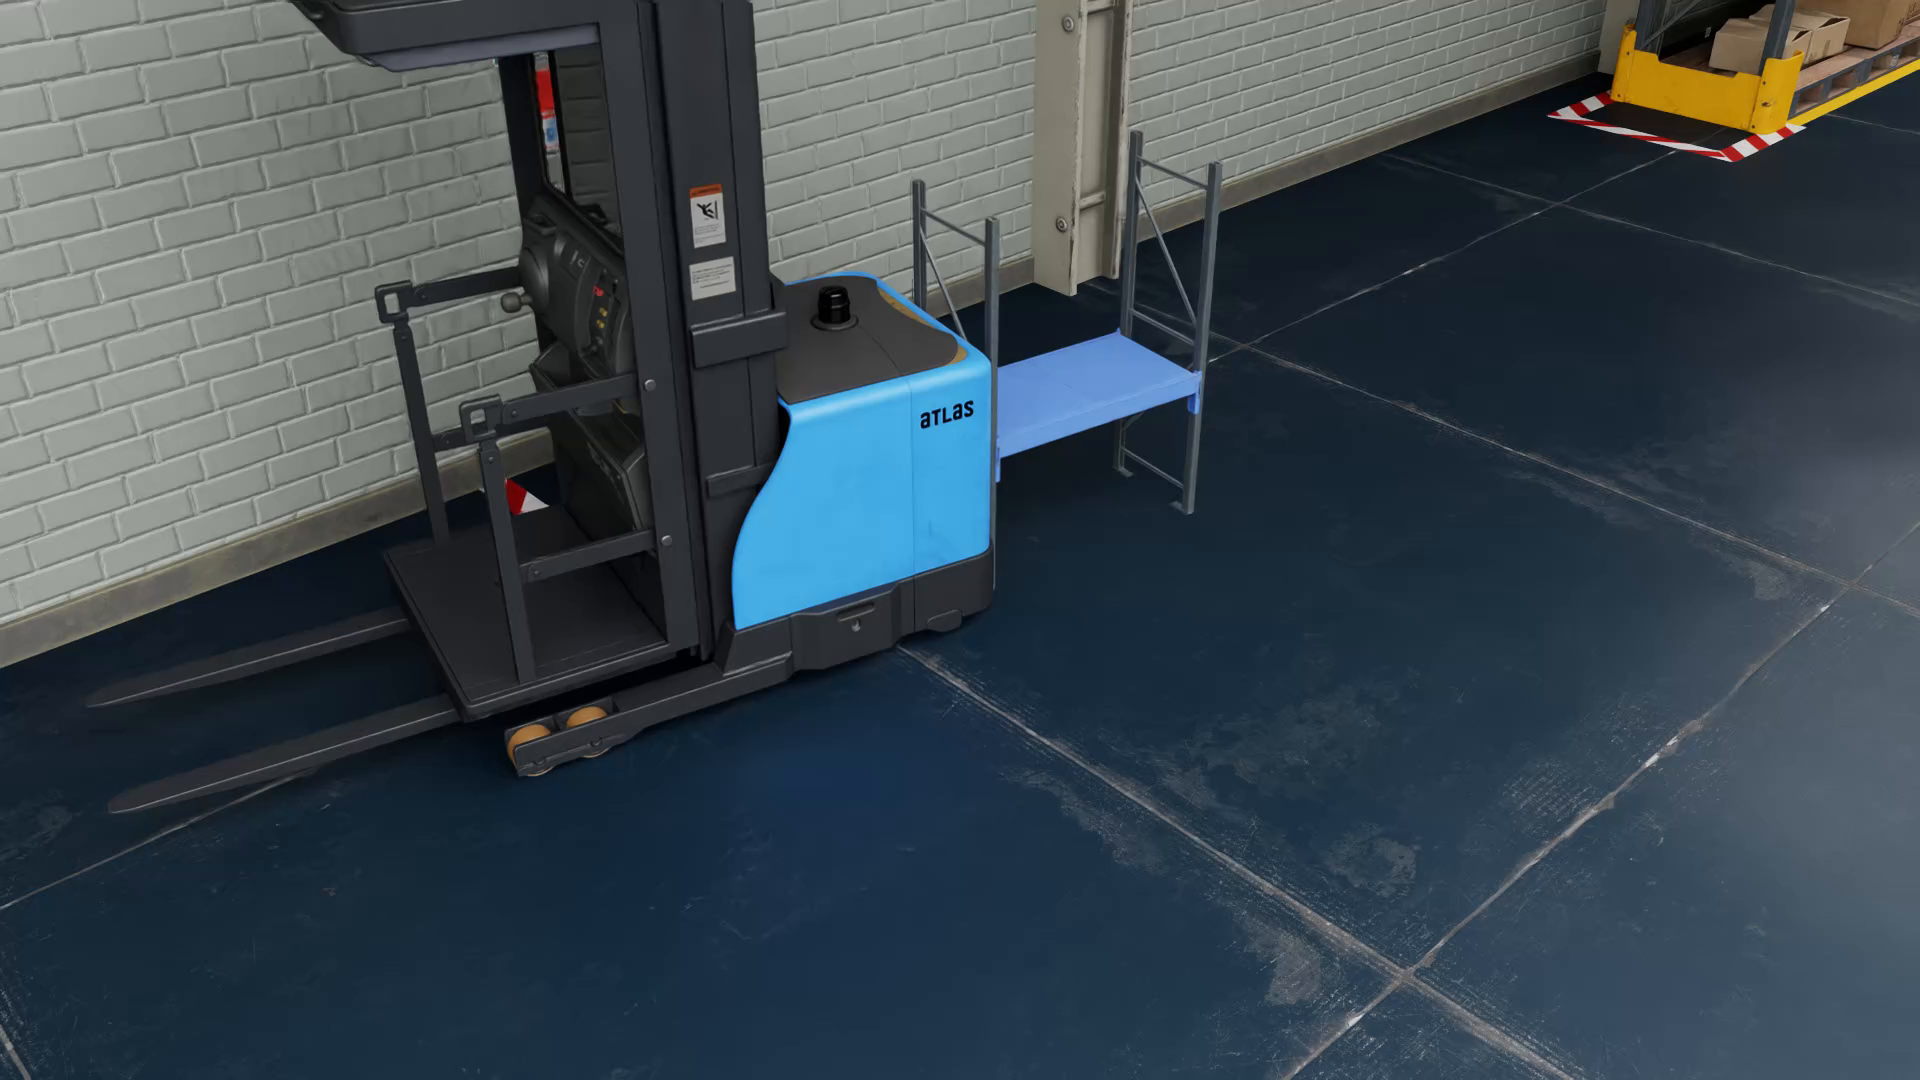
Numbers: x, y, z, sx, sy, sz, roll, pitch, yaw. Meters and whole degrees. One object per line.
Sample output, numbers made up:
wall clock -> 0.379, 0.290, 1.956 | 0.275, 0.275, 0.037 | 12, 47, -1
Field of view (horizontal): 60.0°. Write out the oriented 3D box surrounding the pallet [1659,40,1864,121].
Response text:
pallet -> 5.777, -3.370, 12.060 | 1.213, 0.211, 1.003 | -26, 40, -35

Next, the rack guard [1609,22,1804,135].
rack guard -> 5.157, -3.219, 11.535 | 0.348, 0.500, 1.175 | -26, 40, -35

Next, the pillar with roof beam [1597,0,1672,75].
pillar with roof beam -> 7.954, -5.750, 7.528 | 0.400, 9.000, 9.100 | -26, 40, -35

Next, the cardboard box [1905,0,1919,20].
cardboard box -> 7.301, -4.415, 13.069 | 0.500, 0.500, 0.500 | 26, 40, 35

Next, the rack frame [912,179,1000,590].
rack frame -> -0.018, -0.553, 6.217 | 0.032, 1.500, 0.500 | -20, 37, -29

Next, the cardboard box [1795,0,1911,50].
cardboard box -> 6.660, -4.034, 12.446 | 0.700, 0.500, 0.500 | 26, 40, 36

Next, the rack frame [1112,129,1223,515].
rack frame -> 0.819, -0.854, 6.709 | 0.032, 1.500, 0.500 | -20, 37, -29

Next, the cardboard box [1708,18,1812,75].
cardboard box -> 5.670, -3.510, 11.771 | 0.500, 0.311, 0.500 | 24, 39, 34

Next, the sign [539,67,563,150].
sign -> -1.687, -1.706, 6.630 | 0.234, 0.329, 0.001 | -26, 40, -35

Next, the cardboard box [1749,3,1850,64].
cardboard box -> 6.088, -3.712, 12.101 | 0.500, 0.311, 0.500 | -22, 38, -32

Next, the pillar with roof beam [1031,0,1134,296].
pillar with roof beam -> 3.554, -3.622, 4.047 | 0.400, 9.000, 9.100 | -26, 40, -35

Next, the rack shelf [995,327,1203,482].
rack shelf -> 0.400, -0.550, 6.557 | 1.000, 0.185, 0.538 | -20, 37, -29

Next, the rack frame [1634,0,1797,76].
rack frame -> 5.101, -4.258, 10.839 | 0.127, 3.000, 1.000 | -26, 40, -35

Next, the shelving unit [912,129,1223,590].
shelving unit -> 0.400, -0.703, 6.463 | 1.048, 1.500, 0.538 | -20, 37, -29

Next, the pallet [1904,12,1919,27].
pallet -> 7.566, -4.236, 13.475 | 1.213, 0.211, 1.003 | -26, 40, -35

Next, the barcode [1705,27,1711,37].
barcode -> 5.411, -3.673, 12.029 | 0.075, 0.075, 0.001 | -26, 40, -35

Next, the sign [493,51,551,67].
sign -> -1.677, -1.930, 6.489 | 0.331, 0.109, 0.001 | -26, 40, -35

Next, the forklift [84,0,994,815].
forklift -> -1.409, -0.788, 5.230 | 3.031, 2.935, 1.130 | -17, 35, -26

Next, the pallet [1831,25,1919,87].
pallet -> 6.671, -3.801, 12.764 | 1.213, 0.211, 1.003 | -26, 40, -35
